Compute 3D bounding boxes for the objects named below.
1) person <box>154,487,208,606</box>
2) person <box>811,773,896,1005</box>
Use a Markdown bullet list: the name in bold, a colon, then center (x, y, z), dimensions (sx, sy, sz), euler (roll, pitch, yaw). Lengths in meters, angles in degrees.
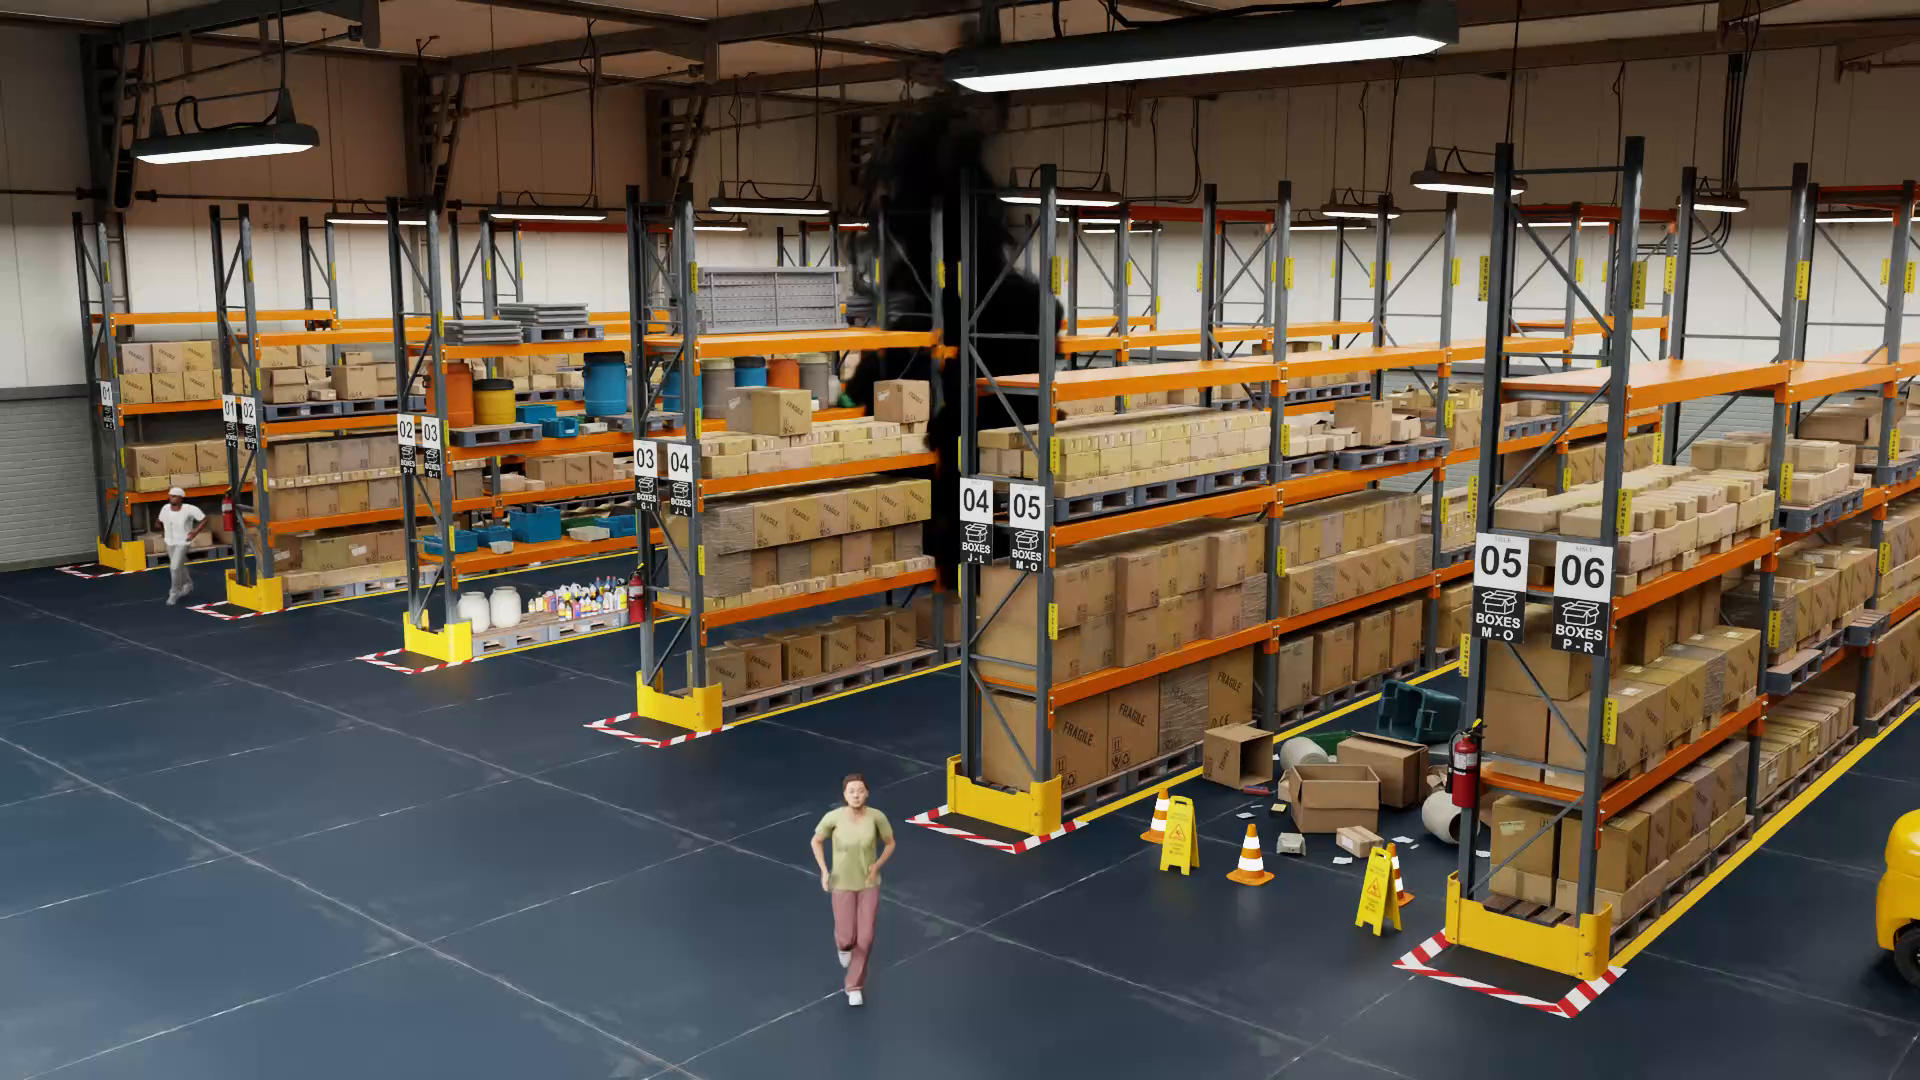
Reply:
- **person**: center (-11.952, 0.085, 25.502), dimensions (0.696, 1.829, 0.746), euler (3, 10, 16)
- **person**: center (-0.745, 2.432, 11.790), dimensions (0.596, 1.624, 0.597), euler (-2, 10, -10)
